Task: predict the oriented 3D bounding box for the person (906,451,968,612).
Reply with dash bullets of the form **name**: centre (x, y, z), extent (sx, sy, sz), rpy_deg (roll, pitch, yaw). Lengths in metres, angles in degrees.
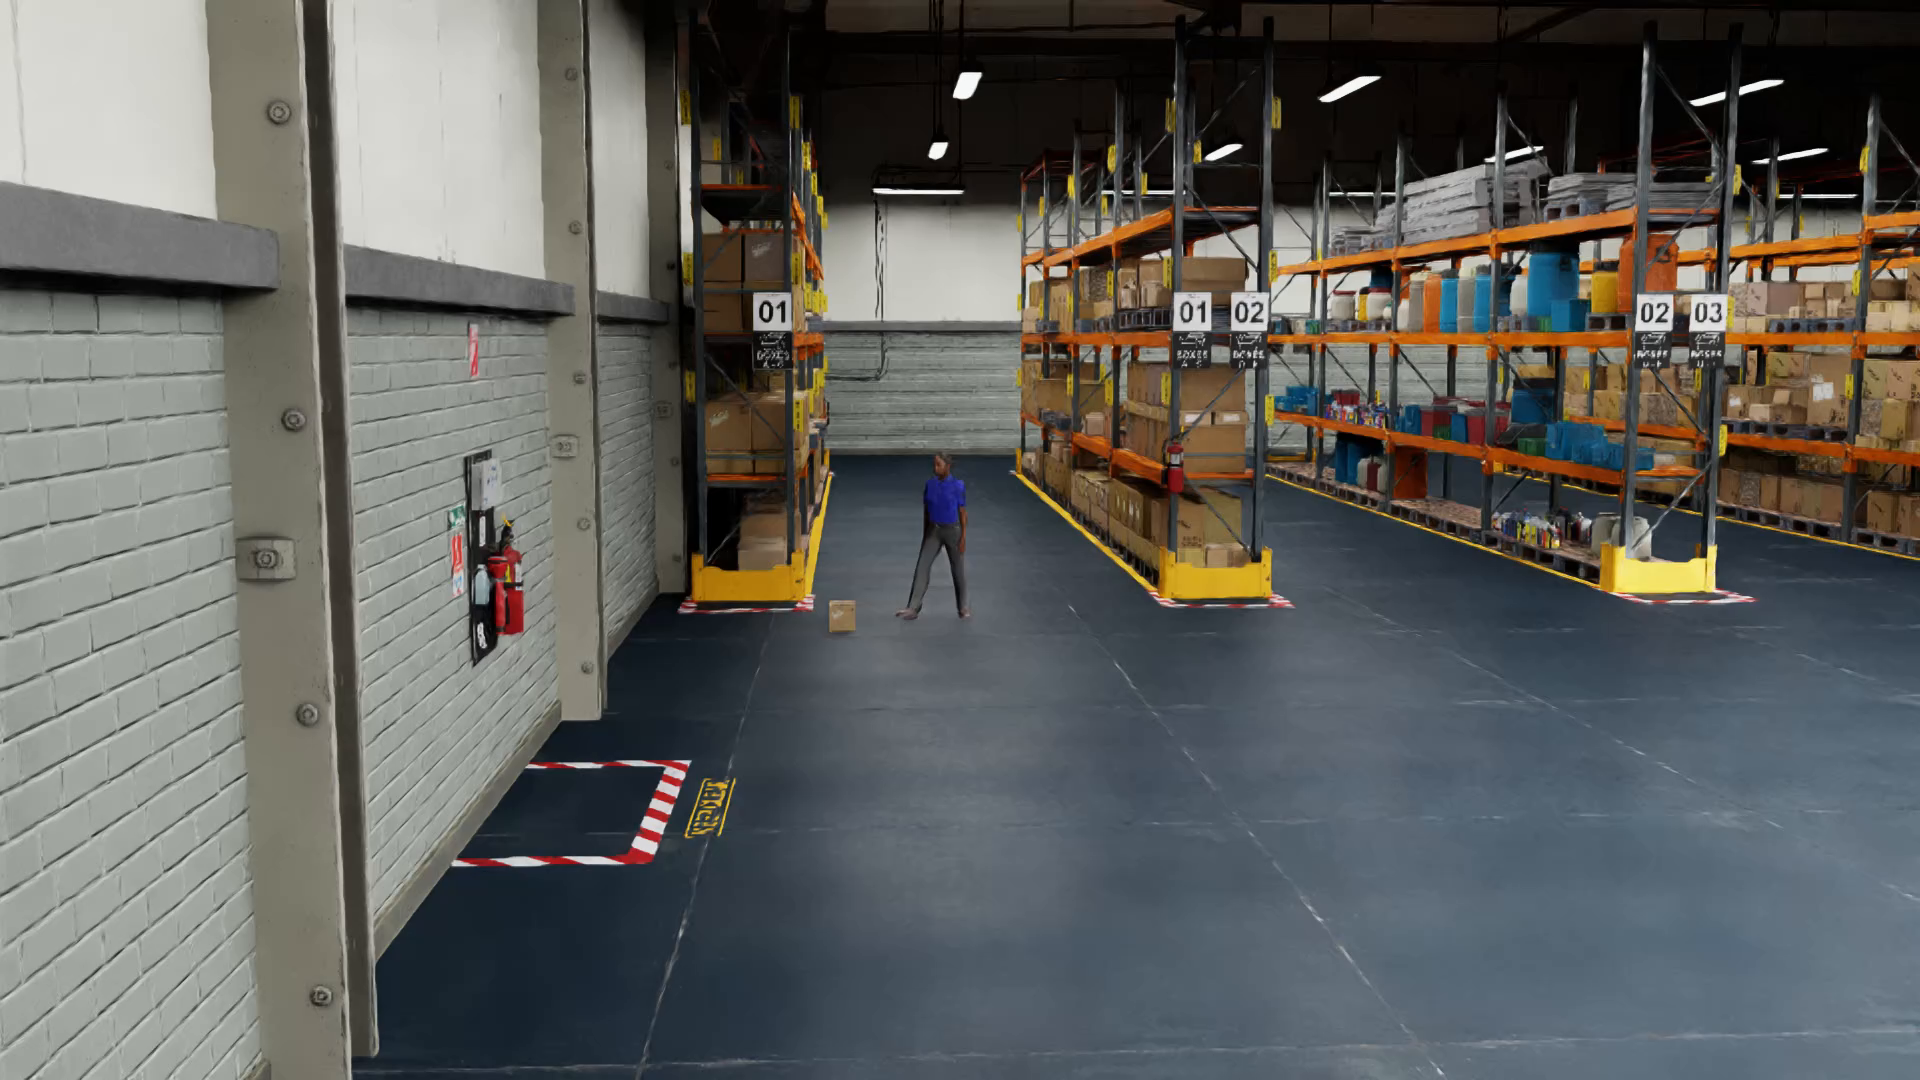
- **person**: centre (-0.182, -0.089, 16.096), extent (0.540, 1.555, 0.609), rpy_deg (3, 7, 20)
